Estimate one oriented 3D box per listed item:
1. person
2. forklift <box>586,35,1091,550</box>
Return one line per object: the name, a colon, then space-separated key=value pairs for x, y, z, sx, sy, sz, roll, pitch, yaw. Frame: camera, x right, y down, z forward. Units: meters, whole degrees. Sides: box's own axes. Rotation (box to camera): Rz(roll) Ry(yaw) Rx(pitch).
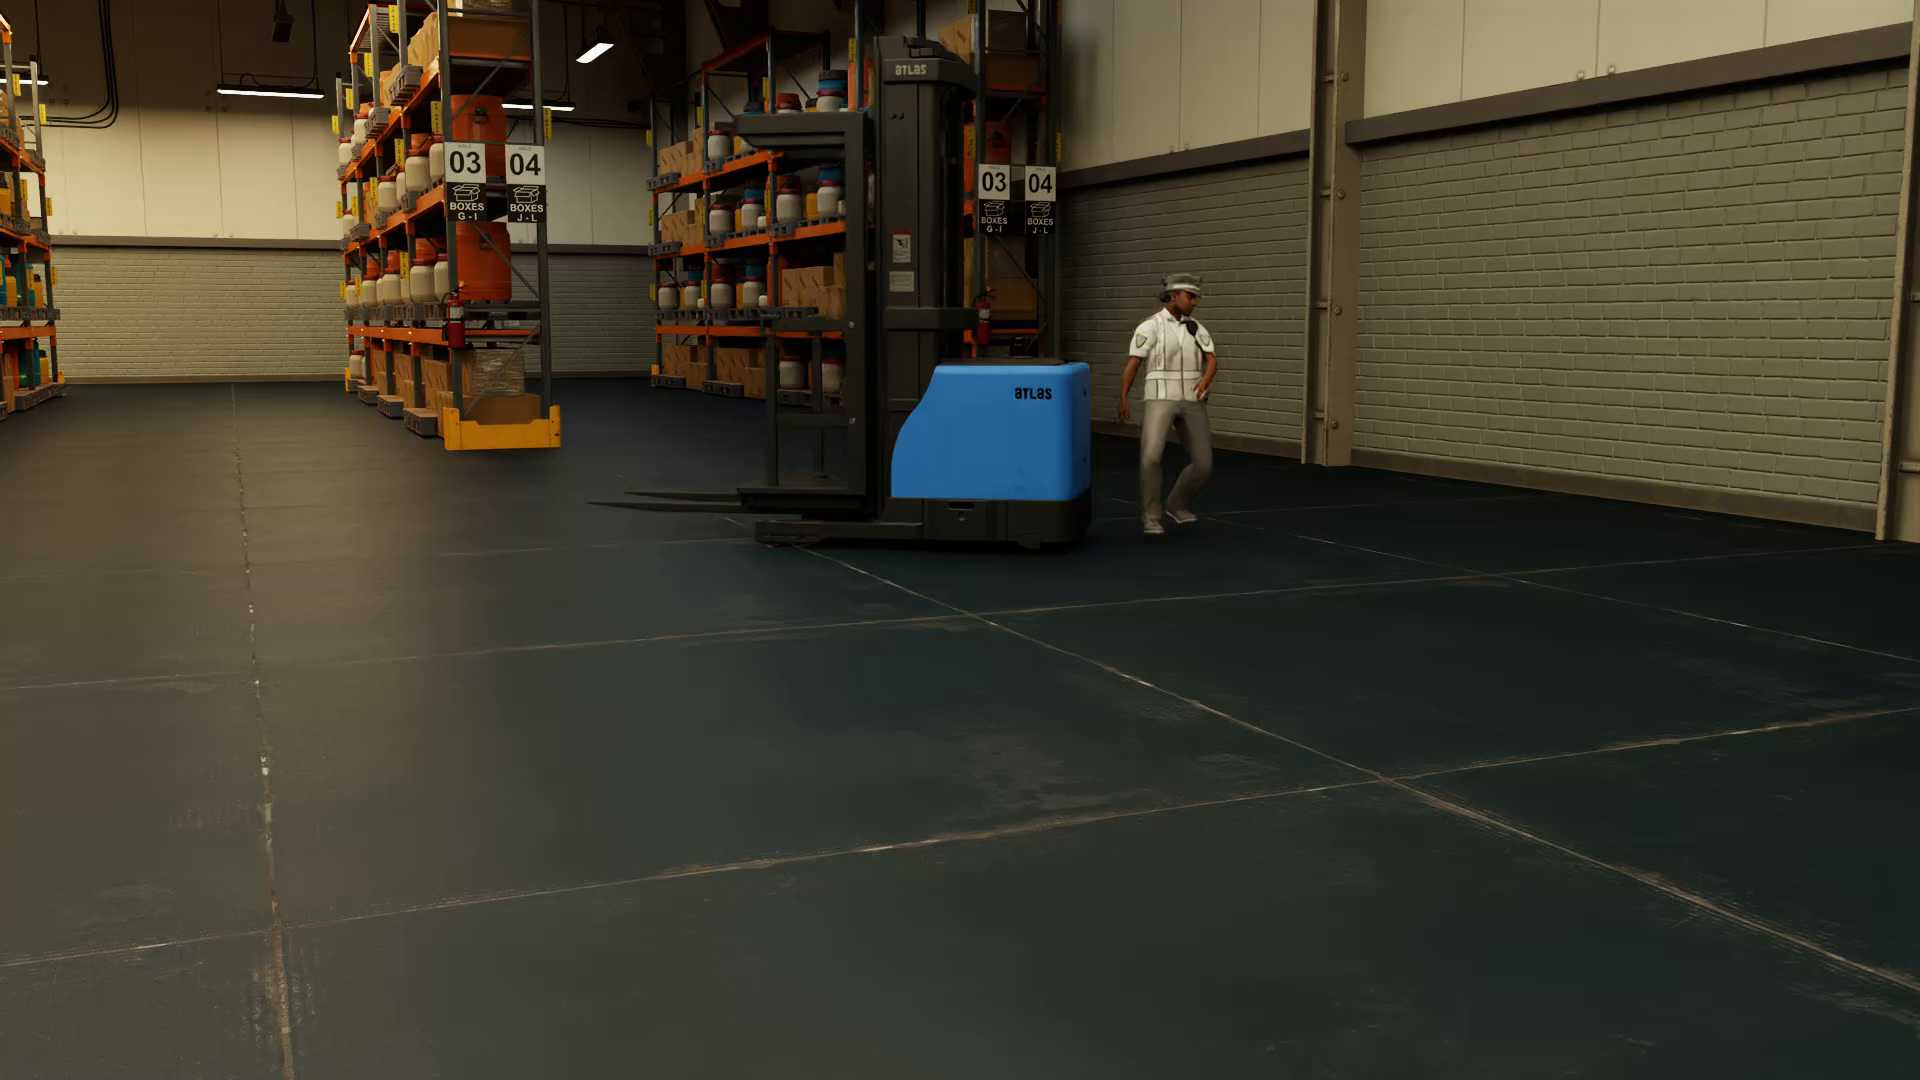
person: x=1.263 y=-0.831 z=10.140 sx=0.643 sy=1.563 sz=0.741 roll=-3 pitch=8 yaw=-20
forklift: x=-0.749 y=-1.468 z=10.077 sx=3.031 sy=2.935 sz=1.130 roll=1 pitch=8 yaw=11
